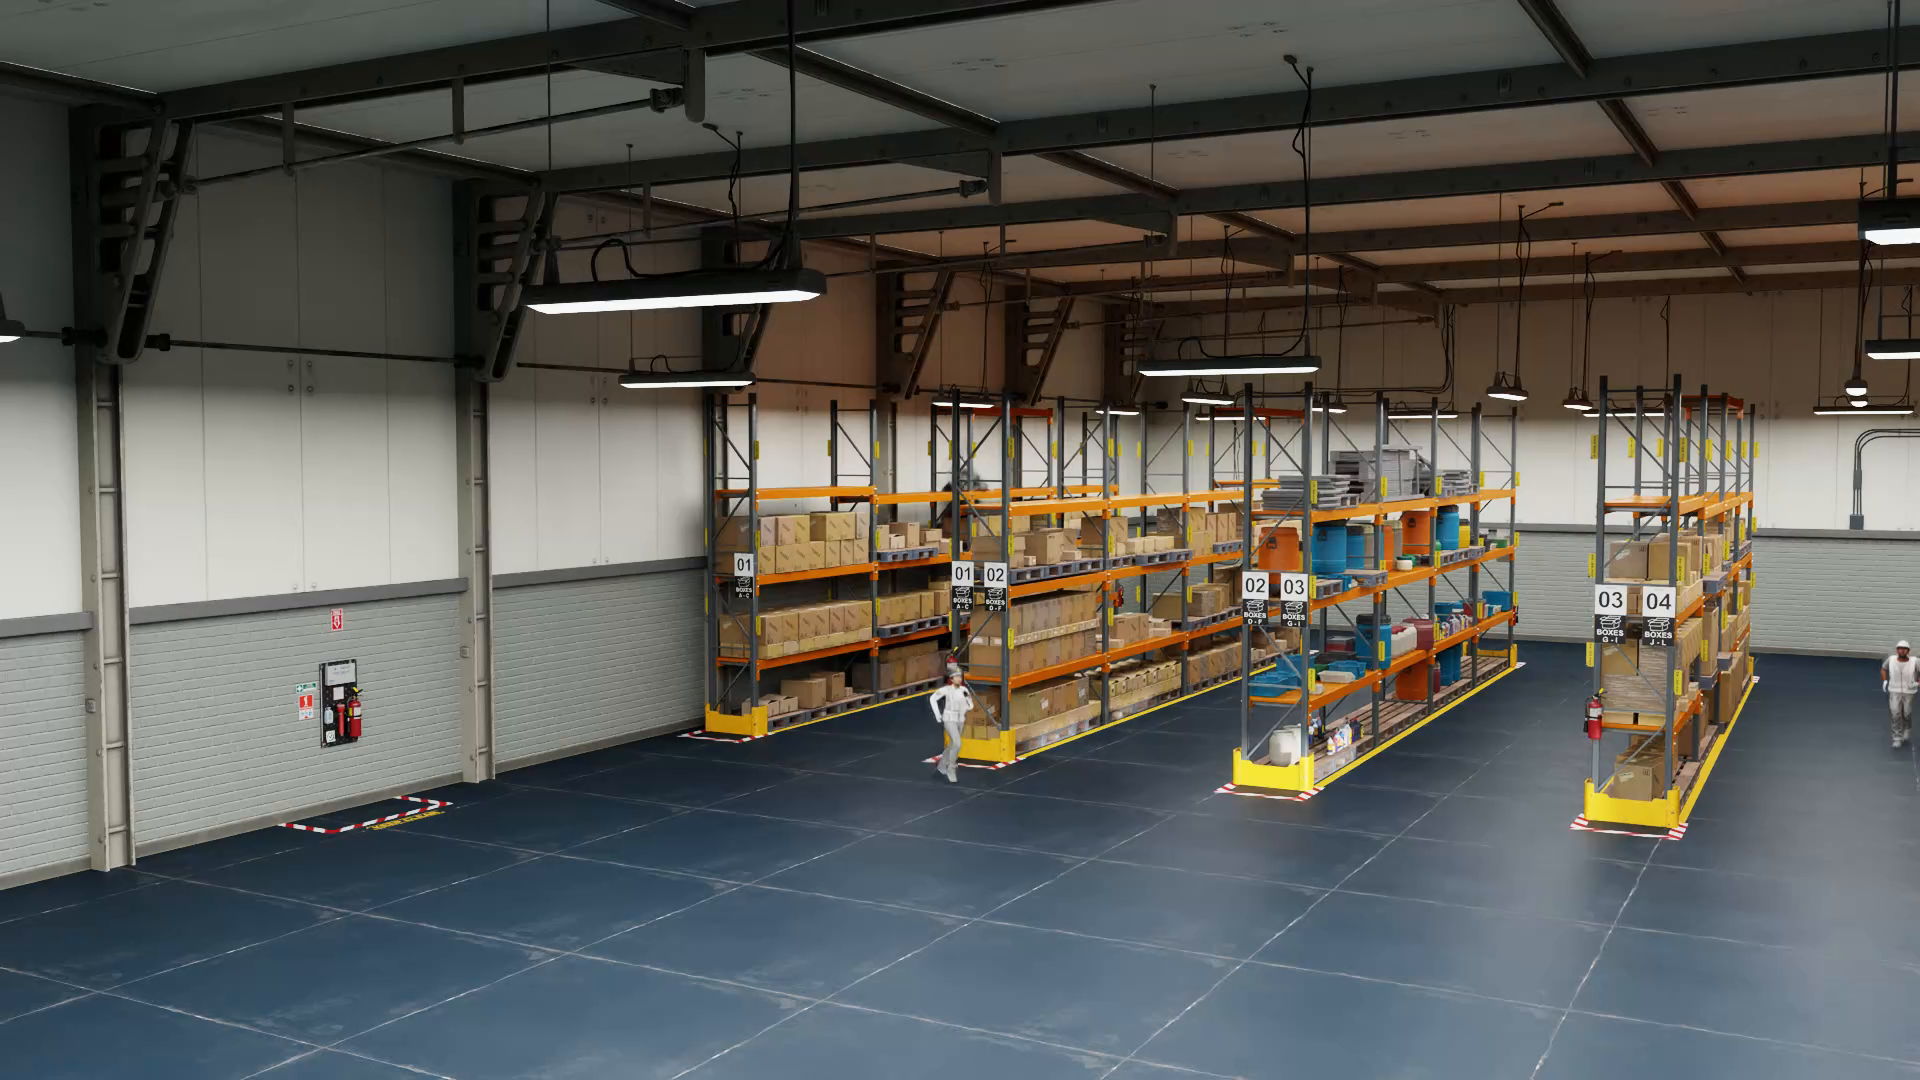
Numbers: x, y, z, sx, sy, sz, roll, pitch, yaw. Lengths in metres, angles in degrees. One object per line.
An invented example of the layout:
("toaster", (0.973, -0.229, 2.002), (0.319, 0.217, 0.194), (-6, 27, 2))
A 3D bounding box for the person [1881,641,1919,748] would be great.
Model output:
("person", (15.984, 2.593, 28.184), (0.689, 1.783, 0.926), (2, 4, 32))

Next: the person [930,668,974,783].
("person", (-0.095, 2.800, 25.302), (0.600, 1.741, 0.640), (-2, 4, -38))
